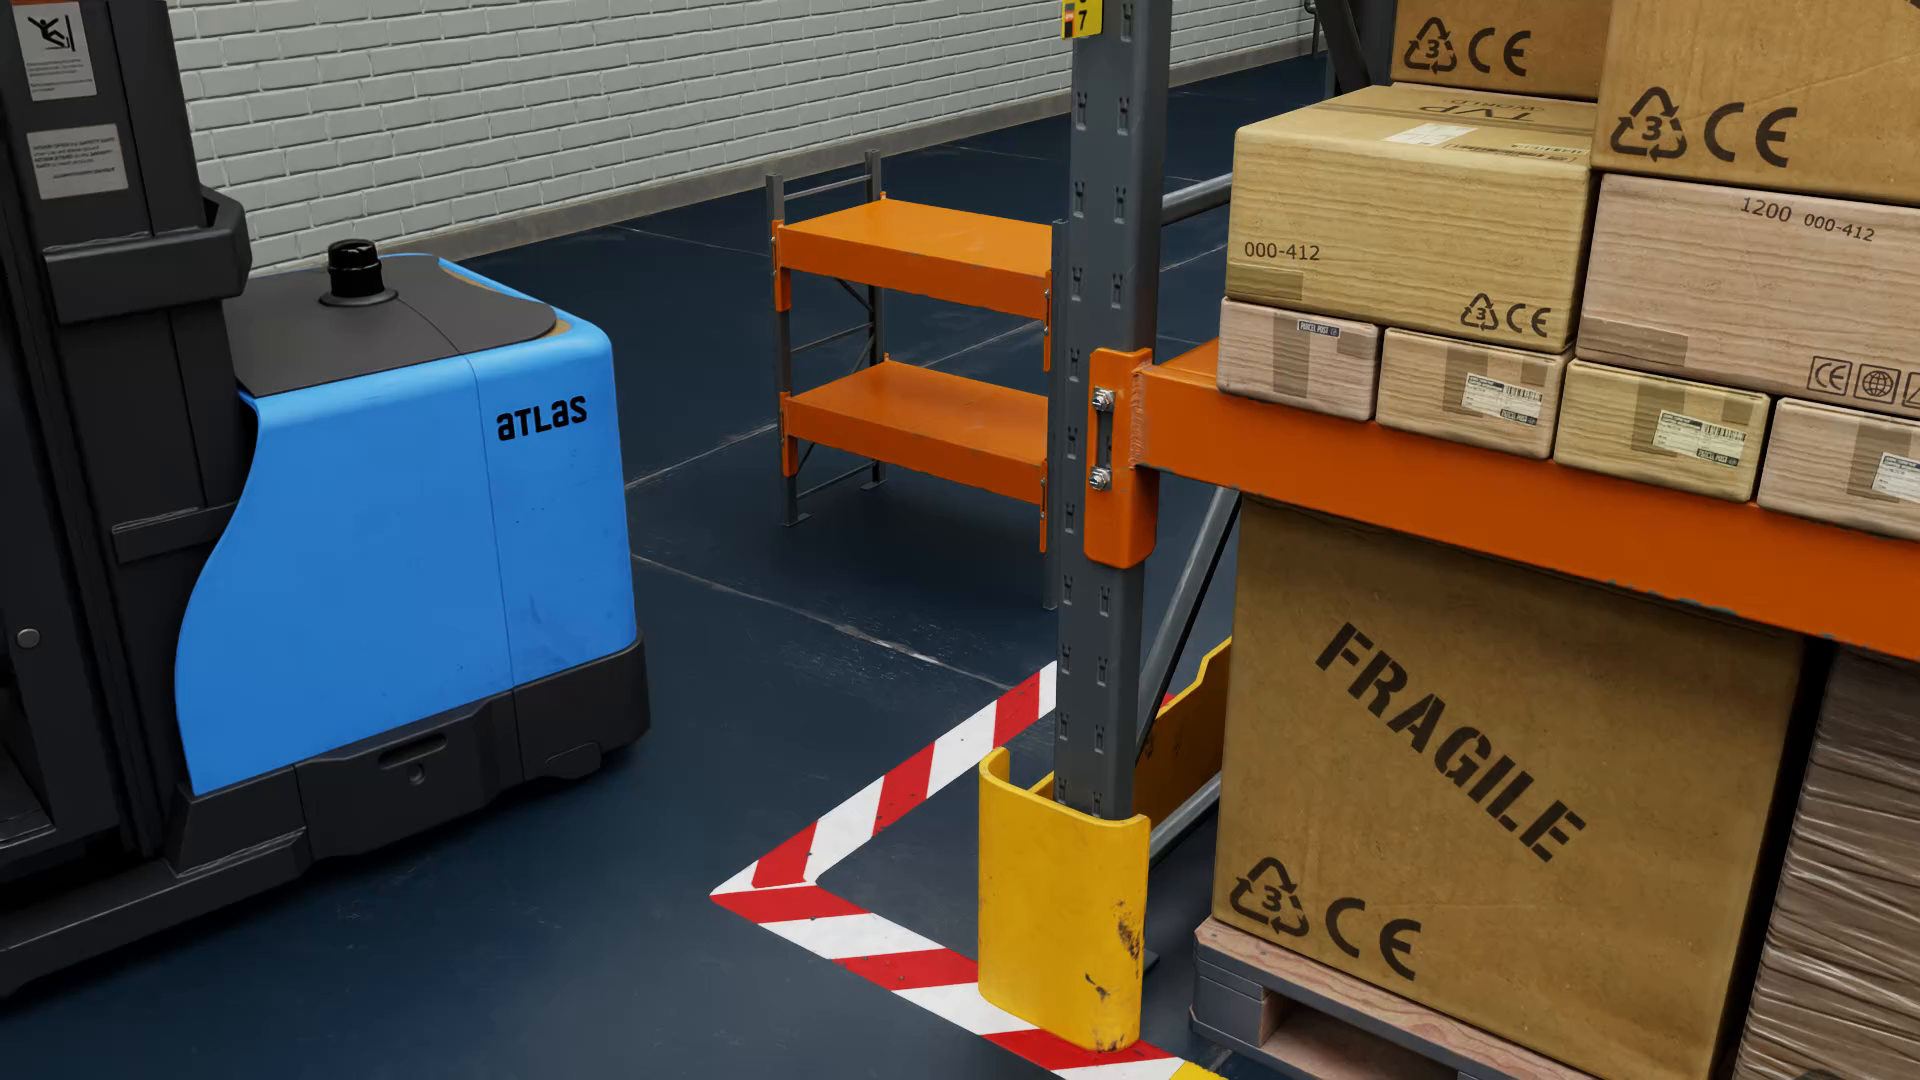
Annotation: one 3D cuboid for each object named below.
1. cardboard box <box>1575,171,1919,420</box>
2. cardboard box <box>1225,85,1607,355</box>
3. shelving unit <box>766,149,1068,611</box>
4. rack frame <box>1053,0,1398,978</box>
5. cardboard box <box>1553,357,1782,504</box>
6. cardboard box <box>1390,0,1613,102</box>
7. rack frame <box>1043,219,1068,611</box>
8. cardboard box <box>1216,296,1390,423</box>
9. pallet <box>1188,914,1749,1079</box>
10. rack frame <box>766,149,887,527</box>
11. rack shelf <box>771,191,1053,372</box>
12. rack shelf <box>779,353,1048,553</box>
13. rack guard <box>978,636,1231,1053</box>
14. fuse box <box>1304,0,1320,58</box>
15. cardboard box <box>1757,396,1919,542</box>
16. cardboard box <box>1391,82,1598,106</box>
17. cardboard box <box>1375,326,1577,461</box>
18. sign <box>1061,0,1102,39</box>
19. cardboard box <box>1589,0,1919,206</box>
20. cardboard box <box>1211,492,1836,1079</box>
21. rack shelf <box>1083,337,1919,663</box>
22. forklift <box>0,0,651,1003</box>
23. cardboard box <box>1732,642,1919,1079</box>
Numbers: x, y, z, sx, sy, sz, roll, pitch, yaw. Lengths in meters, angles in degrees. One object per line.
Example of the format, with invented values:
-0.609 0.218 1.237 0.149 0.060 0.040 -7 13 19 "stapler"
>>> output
1.158 -0.374 2.195 0.500 0.250 0.500 16 29 33 "cardboard box"
0.738 -0.497 2.476 0.500 0.250 0.500 16 28 32 "cardboard box"
-0.005 -0.516 5.027 1.048 1.125 0.538 17 29 33 "shelving unit"
0.516 -0.633 2.967 0.127 3.000 1.000 17 29 33 "rack frame"
1.013 -0.202 2.301 0.250 0.149 0.380 16 28 32 "cardboard box"
1.063 -1.011 2.711 0.500 0.500 0.500 17 29 34 "cardboard box"
0.401 -0.393 4.748 0.032 1.125 0.500 17 29 33 "rack frame"
0.602 -0.326 2.581 0.250 0.149 0.380 17 29 34 "cardboard box"
1.203 0.811 3.147 1.213 0.211 1.003 17 29 33 "pallet"
-0.412 -0.639 5.306 0.032 1.125 0.500 17 29 33 "rack frame"
-0.005 -0.784 4.909 1.000 0.278 0.538 17 29 33 "rack shelf"
-0.005 -0.293 5.125 1.000 0.278 0.538 17 29 33 "rack shelf"
0.497 0.505 3.484 0.348 0.500 1.175 17 29 33 "rack guard"
3.310 -5.239 15.019 0.414 1.711 0.539 17 29 33 "fuse box"
1.223 -0.140 2.159 0.250 0.149 0.380 16 29 33 "cardboard box"
1.063 -0.669 2.865 0.500 0.250 0.500 16 29 32 "cardboard box"
0.808 -0.264 2.441 0.250 0.149 0.380 16 29 33 "cardboard box"
0.178 -0.888 2.373 0.005 0.325 0.100 17 29 33 "sign"
1.138 -0.720 2.050 0.500 0.500 0.500 16 28 32 "cardboard box"
1.076 0.276 3.018 0.875 0.875 0.875 17 29 33 "cardboard box"
2.116 0.180 2.014 4.000 0.370 1.077 17 29 33 "rack shelf"
-2.202 -0.582 2.936 3.031 2.935 1.130 -19 30 -37 "forklift"
1.804 0.496 2.518 0.875 0.875 0.875 17 29 33 "cardboard box"
